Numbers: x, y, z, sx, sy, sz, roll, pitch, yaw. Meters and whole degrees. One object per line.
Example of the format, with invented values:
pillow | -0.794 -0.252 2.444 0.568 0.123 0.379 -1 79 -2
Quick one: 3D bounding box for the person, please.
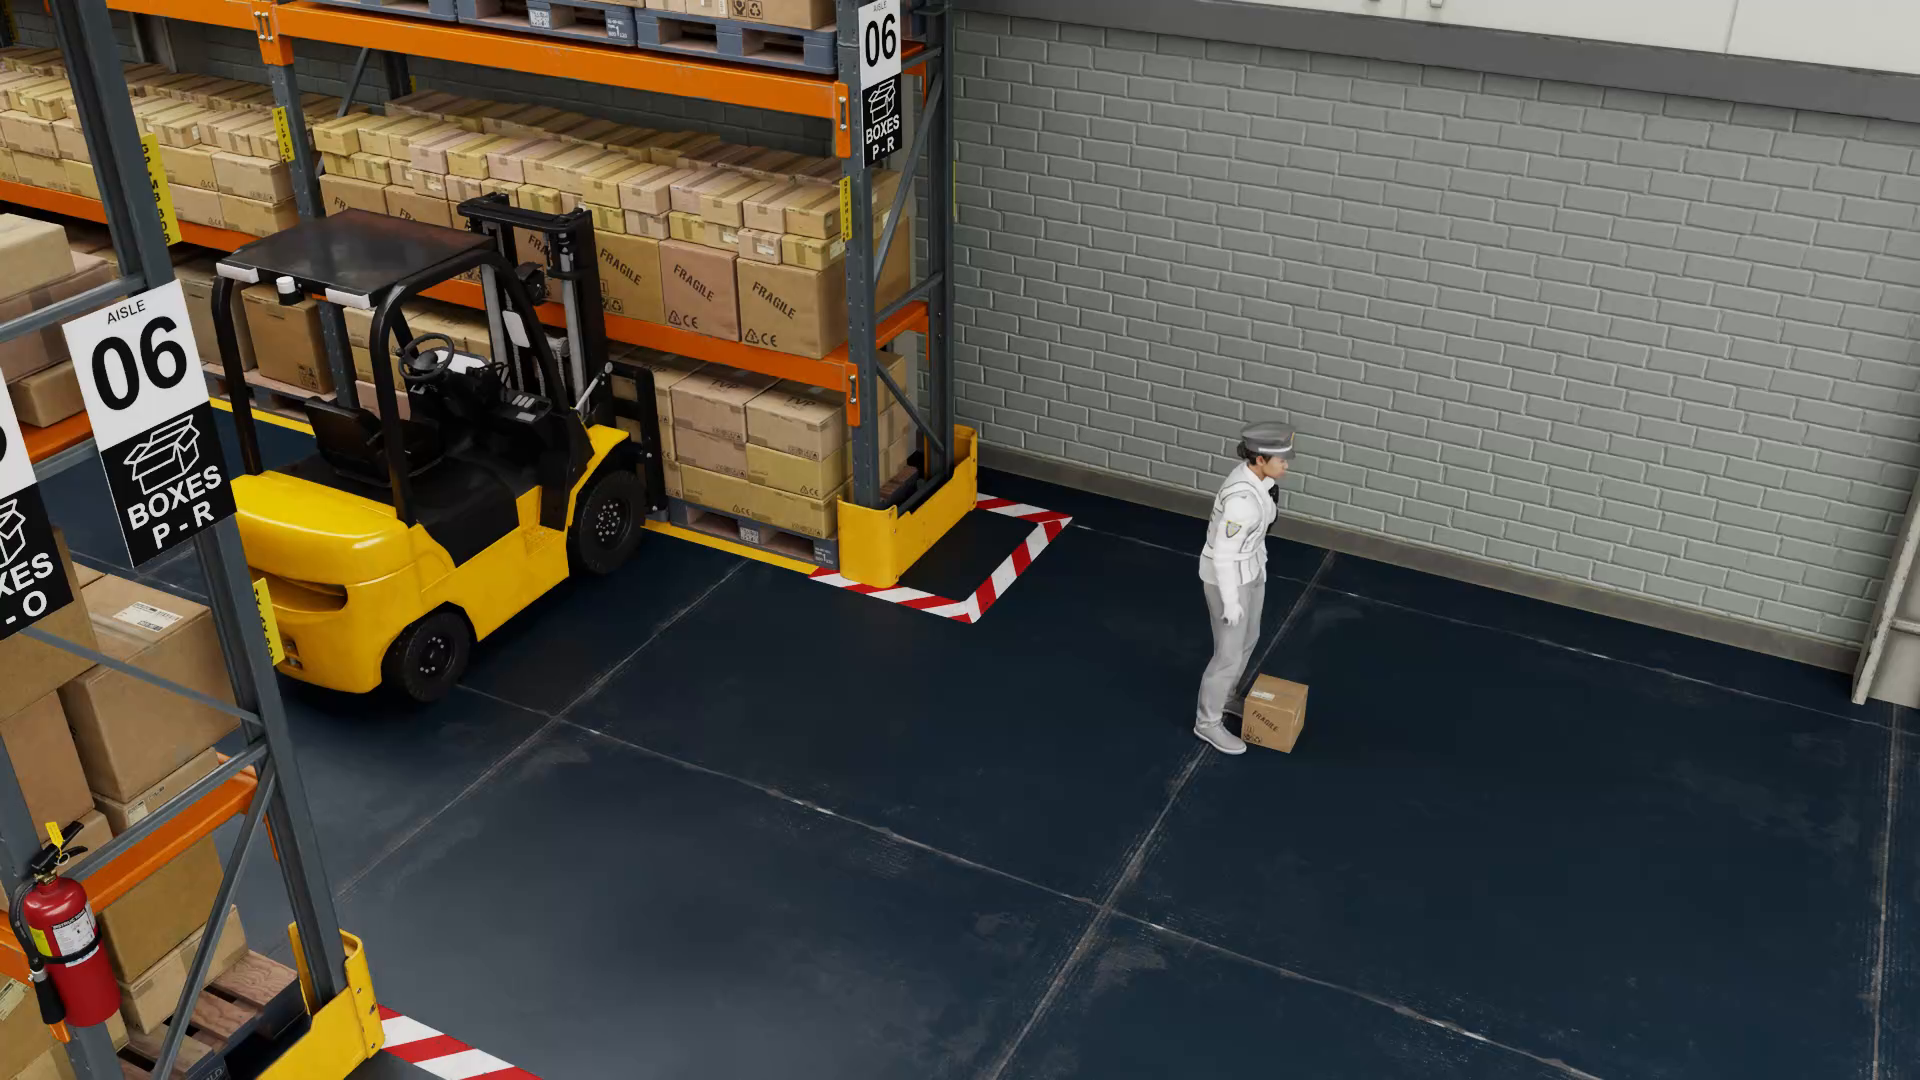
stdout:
person | 1.342 0.194 7.950 0.378 1.662 0.536 14 33 22
